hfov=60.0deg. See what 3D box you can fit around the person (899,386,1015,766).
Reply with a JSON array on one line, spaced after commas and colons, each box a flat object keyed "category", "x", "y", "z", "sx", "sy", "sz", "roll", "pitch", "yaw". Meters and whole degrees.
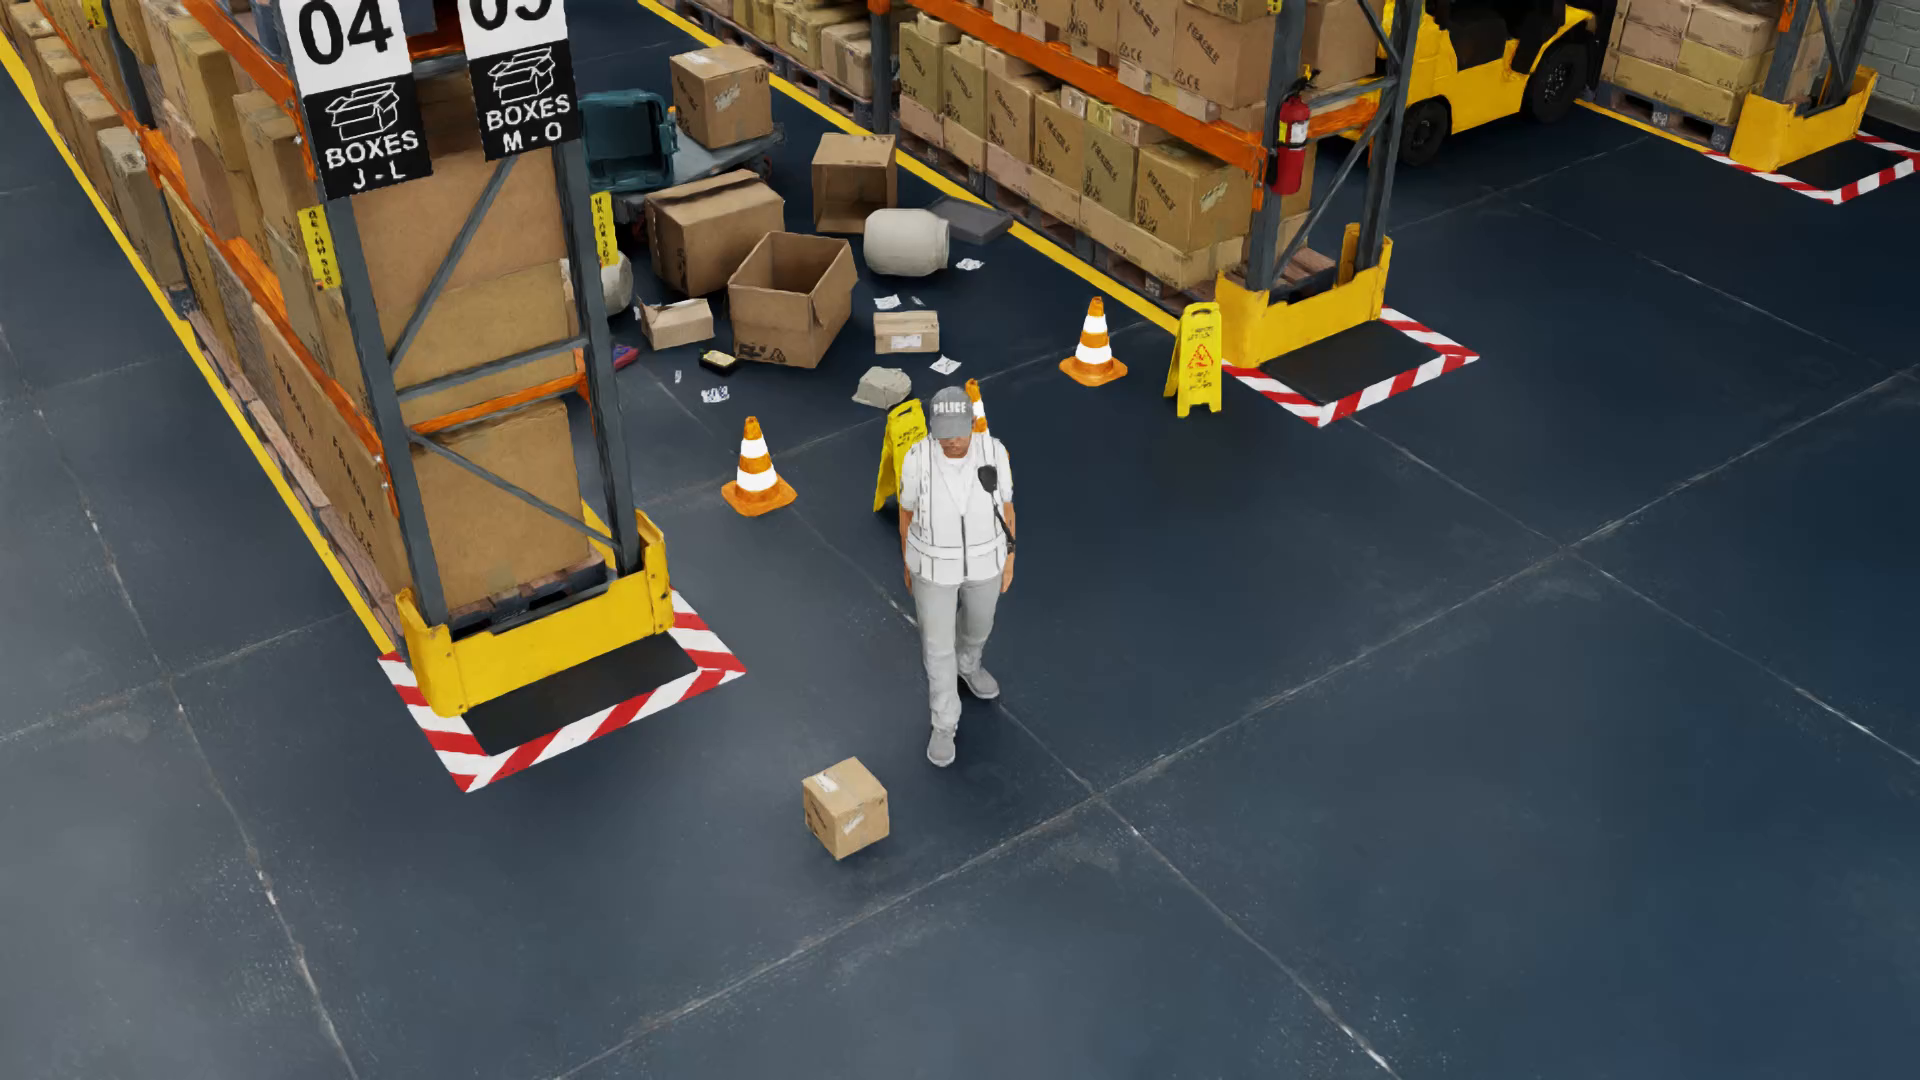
[{"category": "person", "x": 0.000, "y": 0.102, "z": 6.849, "sx": 0.470, "sy": 1.654, "sz": 0.643, "roll": -7, "pitch": 37, "yaw": -10}]
